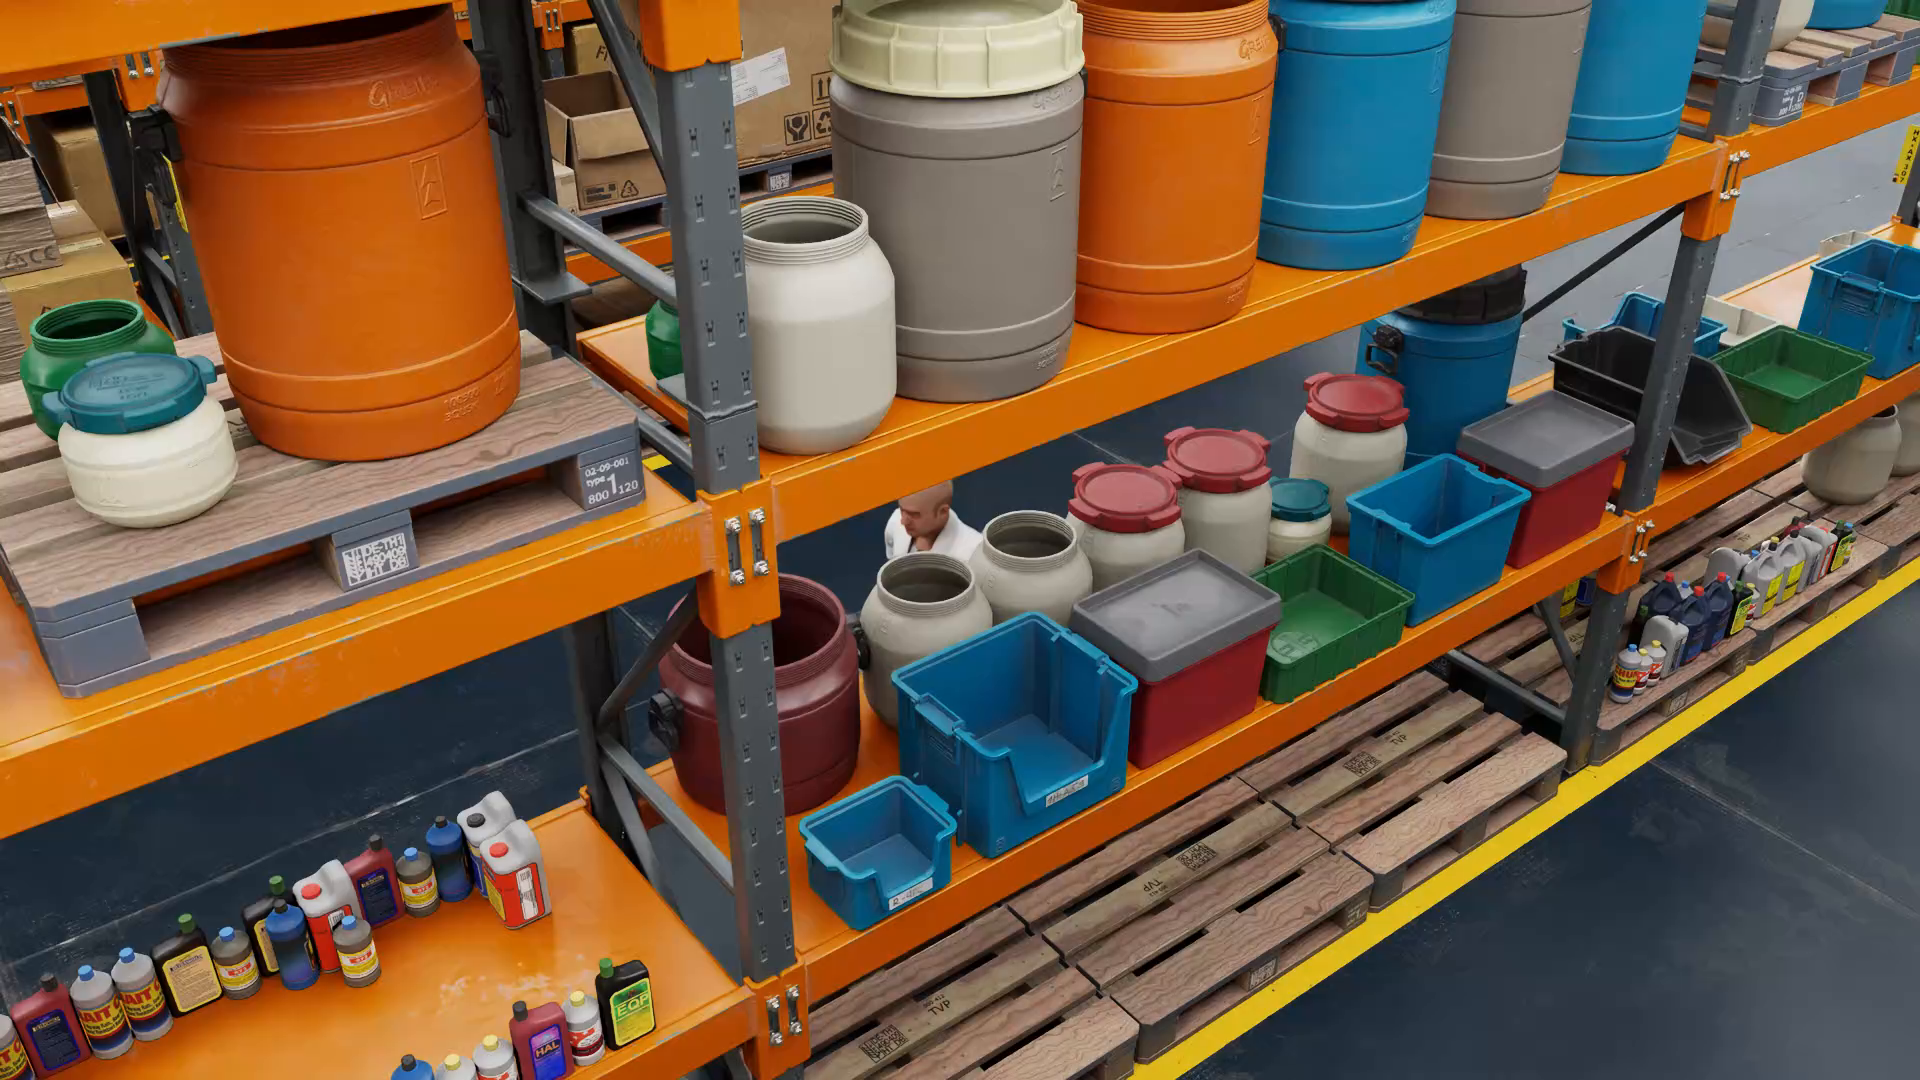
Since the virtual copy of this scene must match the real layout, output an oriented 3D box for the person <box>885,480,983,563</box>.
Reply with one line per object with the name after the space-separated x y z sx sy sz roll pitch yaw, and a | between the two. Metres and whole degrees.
-0.099 0.477 6.381 0.428 1.773 0.637 -24 39 -33 | person
